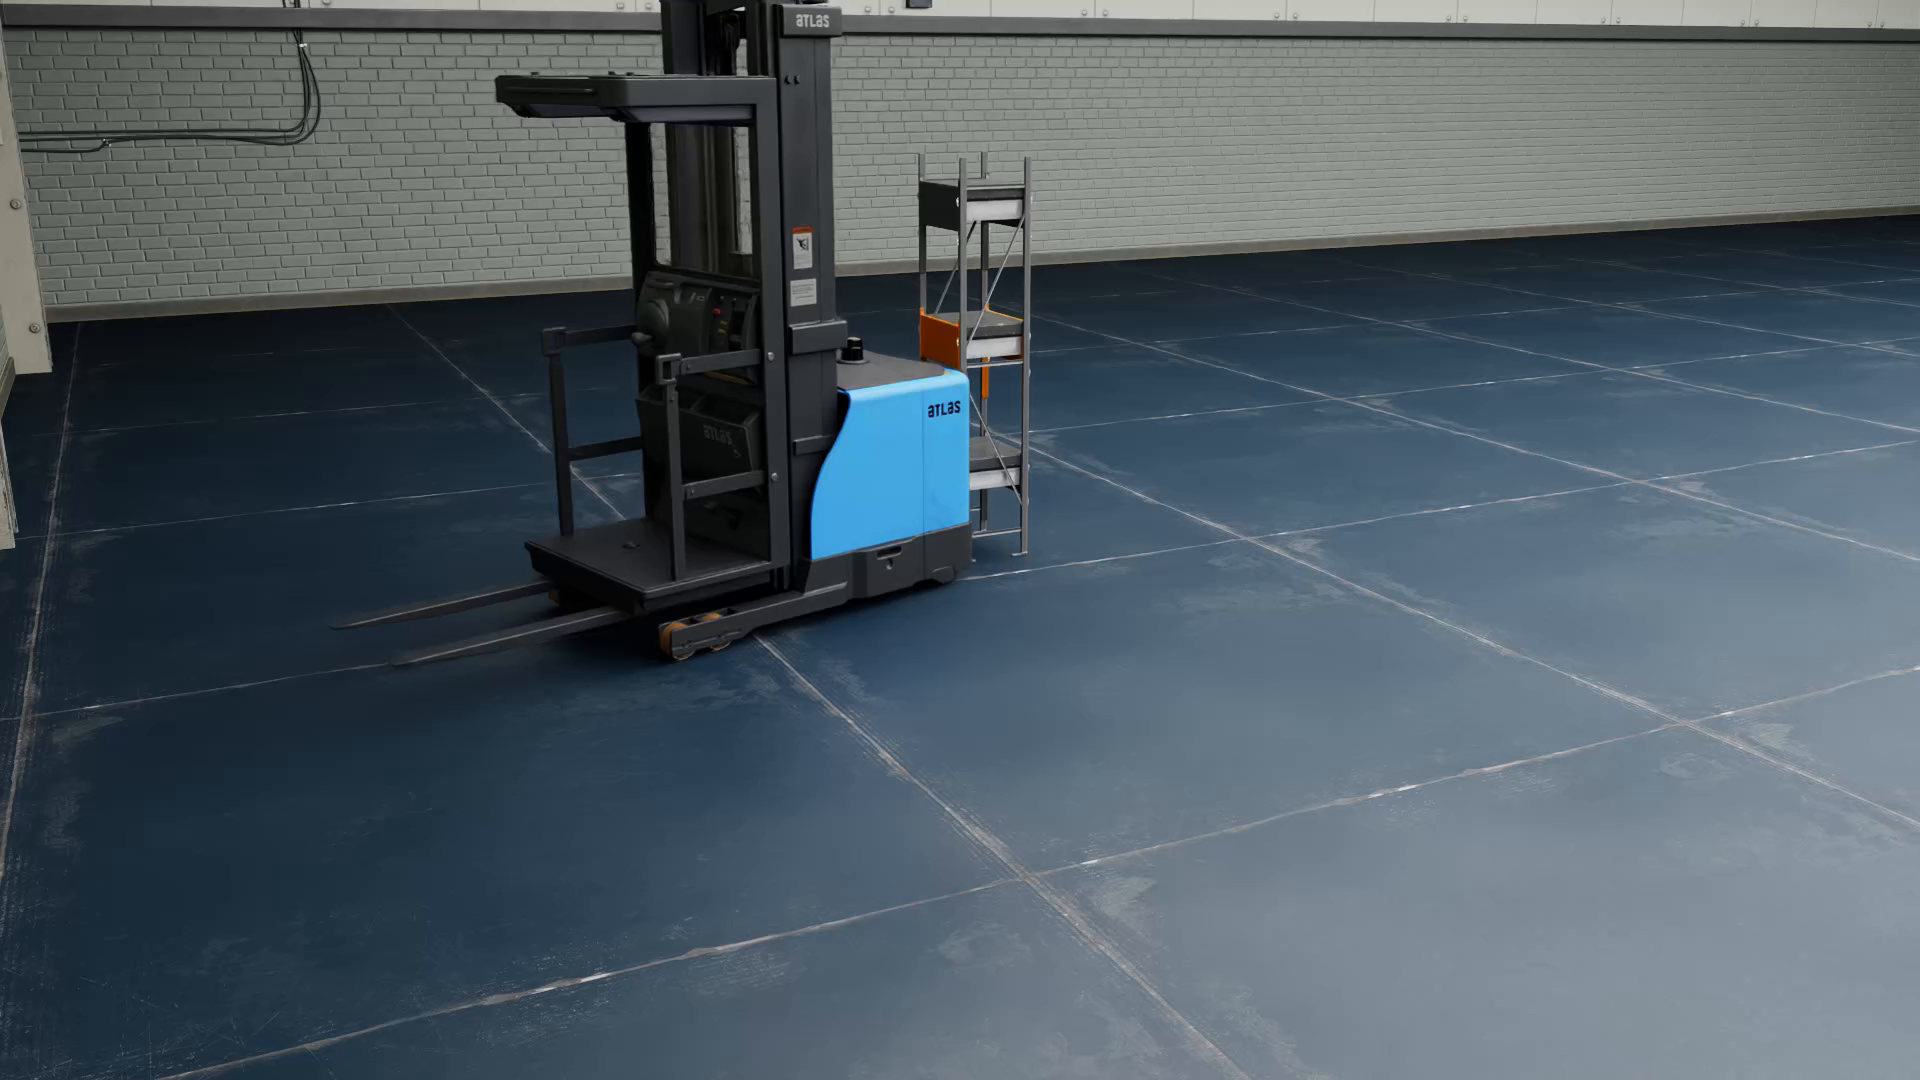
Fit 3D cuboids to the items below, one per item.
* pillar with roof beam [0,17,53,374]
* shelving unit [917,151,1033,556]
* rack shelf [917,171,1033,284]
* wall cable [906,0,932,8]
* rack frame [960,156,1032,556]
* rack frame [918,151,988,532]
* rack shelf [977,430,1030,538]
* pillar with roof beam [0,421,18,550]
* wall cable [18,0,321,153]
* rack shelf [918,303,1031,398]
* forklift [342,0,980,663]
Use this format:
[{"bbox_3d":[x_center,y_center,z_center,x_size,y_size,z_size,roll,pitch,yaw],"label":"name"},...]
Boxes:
[{"bbox_3d":[-4.158,-6.321,14.962,9.100,9.000,0.400,-8,18,-25],"label":"pillar with roof beam"},{"bbox_3d":[0.073,-0.969,8.819,0.431,2.100,0.503,-8,18,-25],"label":"shelving unit"},{"bbox_3d":[0.073,-1.628,8.629,0.431,0.518,0.480,-8,18,-25],"label":"rack shelf"},{"bbox_3d":[0.411,-9.469,19.766,2.305,6.003,0.169,-8,18,-25],"label":"wall cable"},{"bbox_3d":[0.181,-0.908,8.608,0.400,2.100,0.015,-8,18,-25],"label":"rack frame"},{"bbox_3d":[-0.034,-1.029,9.029,0.400,2.100,0.015,-8,18,-25],"label":"rack frame"},{"bbox_3d":[0.074,-0.283,9.016,0.431,0.518,0.480,-8,18,-25],"label":"rack shelf"},{"bbox_3d":[-1.529,-4.833,9.777,9.100,9.000,0.400,-8,18,-25],"label":"pillar with roof beam"},{"bbox_3d":[-8.130,-5.198,16.680,3.097,2.526,0.112,-8,18,-25],"label":"wall cable"},{"bbox_3d":[0.073,-0.956,8.823,0.431,0.518,0.480,-8,18,-25],"label":"rack shelf"},{"bbox_3d":[-1.329,-1.048,7.590,3.031,2.935,1.130,-14,21,-40],"label":"forklift"}]
